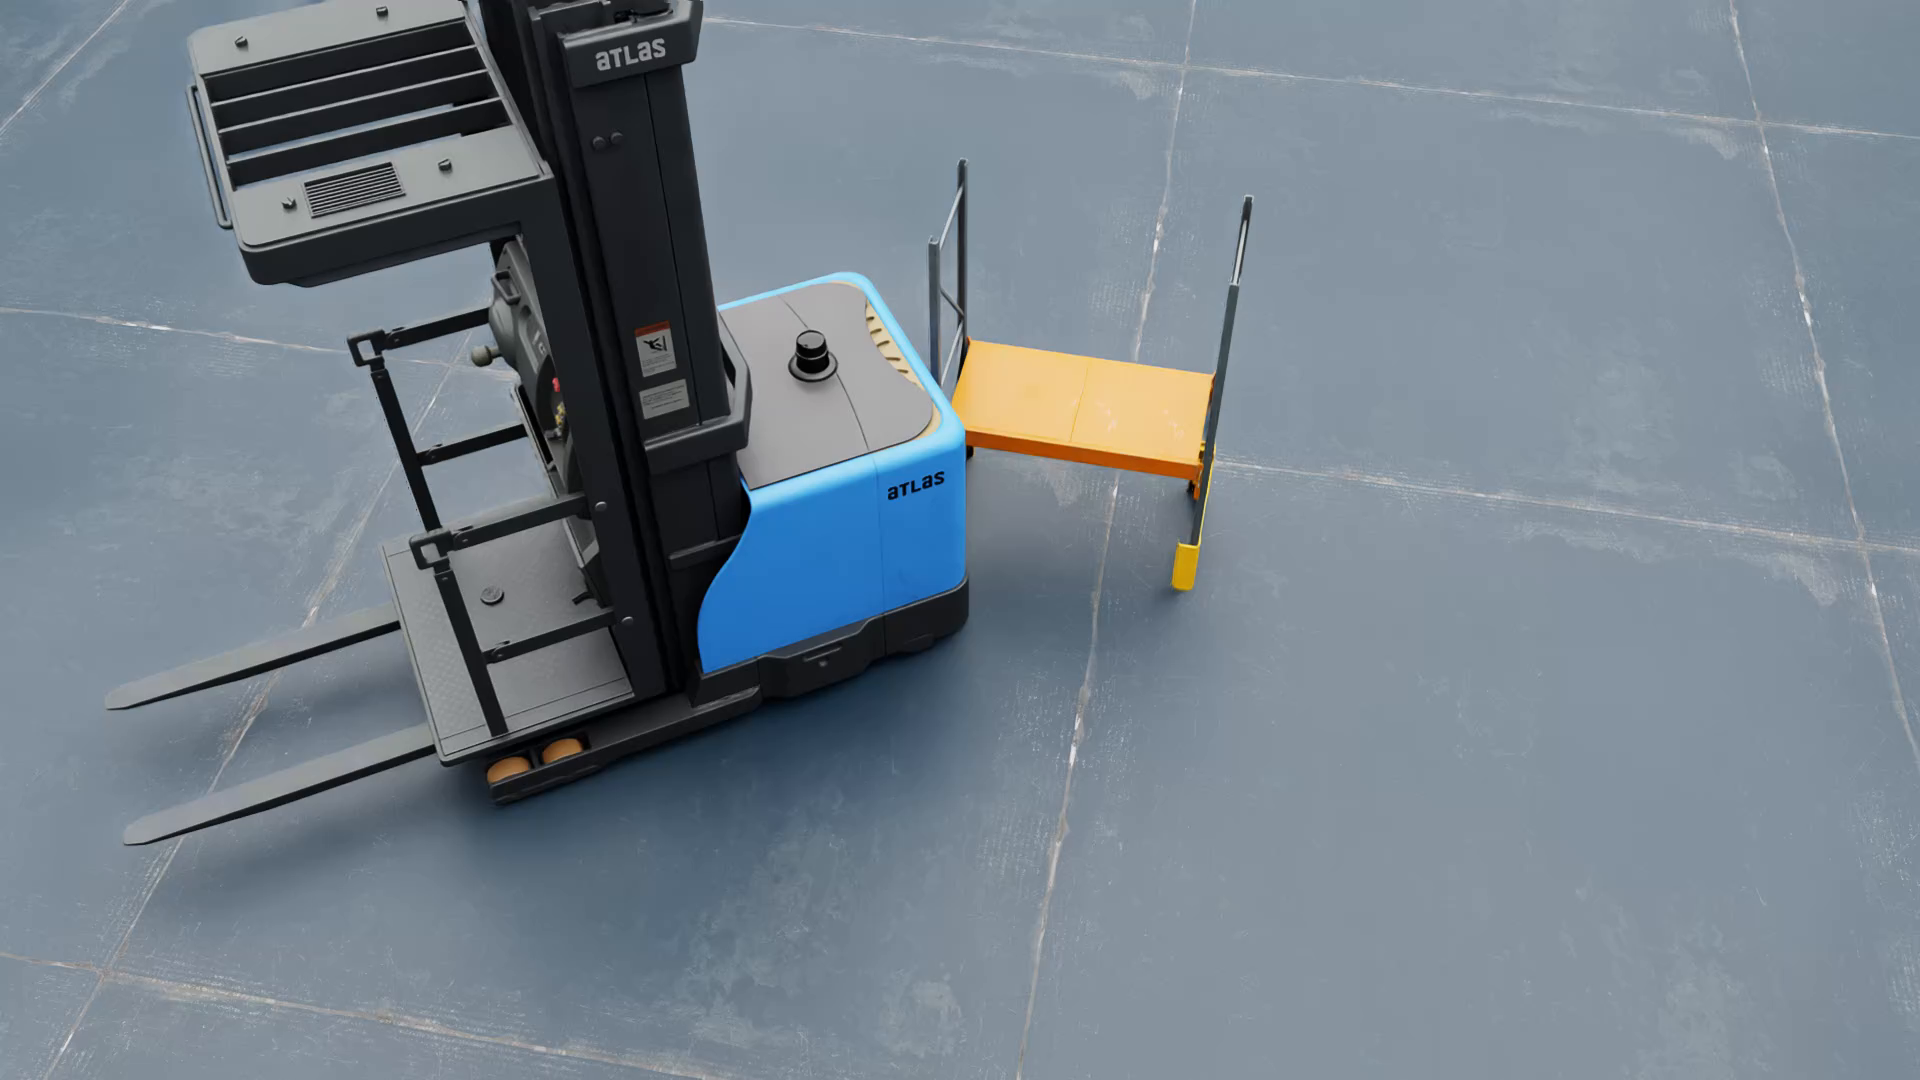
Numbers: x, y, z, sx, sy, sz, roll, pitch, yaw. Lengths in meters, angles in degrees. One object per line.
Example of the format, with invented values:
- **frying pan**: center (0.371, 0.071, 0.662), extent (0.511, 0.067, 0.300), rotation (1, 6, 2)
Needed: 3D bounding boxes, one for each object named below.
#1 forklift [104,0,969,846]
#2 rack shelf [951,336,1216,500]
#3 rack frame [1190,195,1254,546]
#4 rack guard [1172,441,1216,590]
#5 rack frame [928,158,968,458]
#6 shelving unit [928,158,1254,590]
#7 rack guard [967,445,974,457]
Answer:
- **forklift**: center (-1.528, -0.506, 5.206), extent (3.031, 2.935, 1.130), rotation (-19, 51, -16)
- **rack shelf**: center (0.457, -0.478, 6.385), extent (1.000, 0.185, 0.538), rotation (9, 49, 8)
- **rack frame**: center (0.954, -0.517, 6.178), extent (0.032, 1.500, 0.500), rotation (9, 49, 8)
- **rack guard**: center (0.935, -0.102, 6.646), extent (0.087, 0.250, 0.587), rotation (9, 49, 8)
- **rack frame**: center (-0.039, -0.679, 6.324), extent (0.032, 1.500, 0.500), rotation (9, 49, 8)
- **shelving unit**: center (0.449, -0.599, 6.252), extent (1.083, 1.500, 0.587), rotation (9, 49, 8)
- **rack guard**: center (-0.038, -0.261, 6.788), extent (0.087, 0.250, 0.587), rotation (9, 49, 8)
